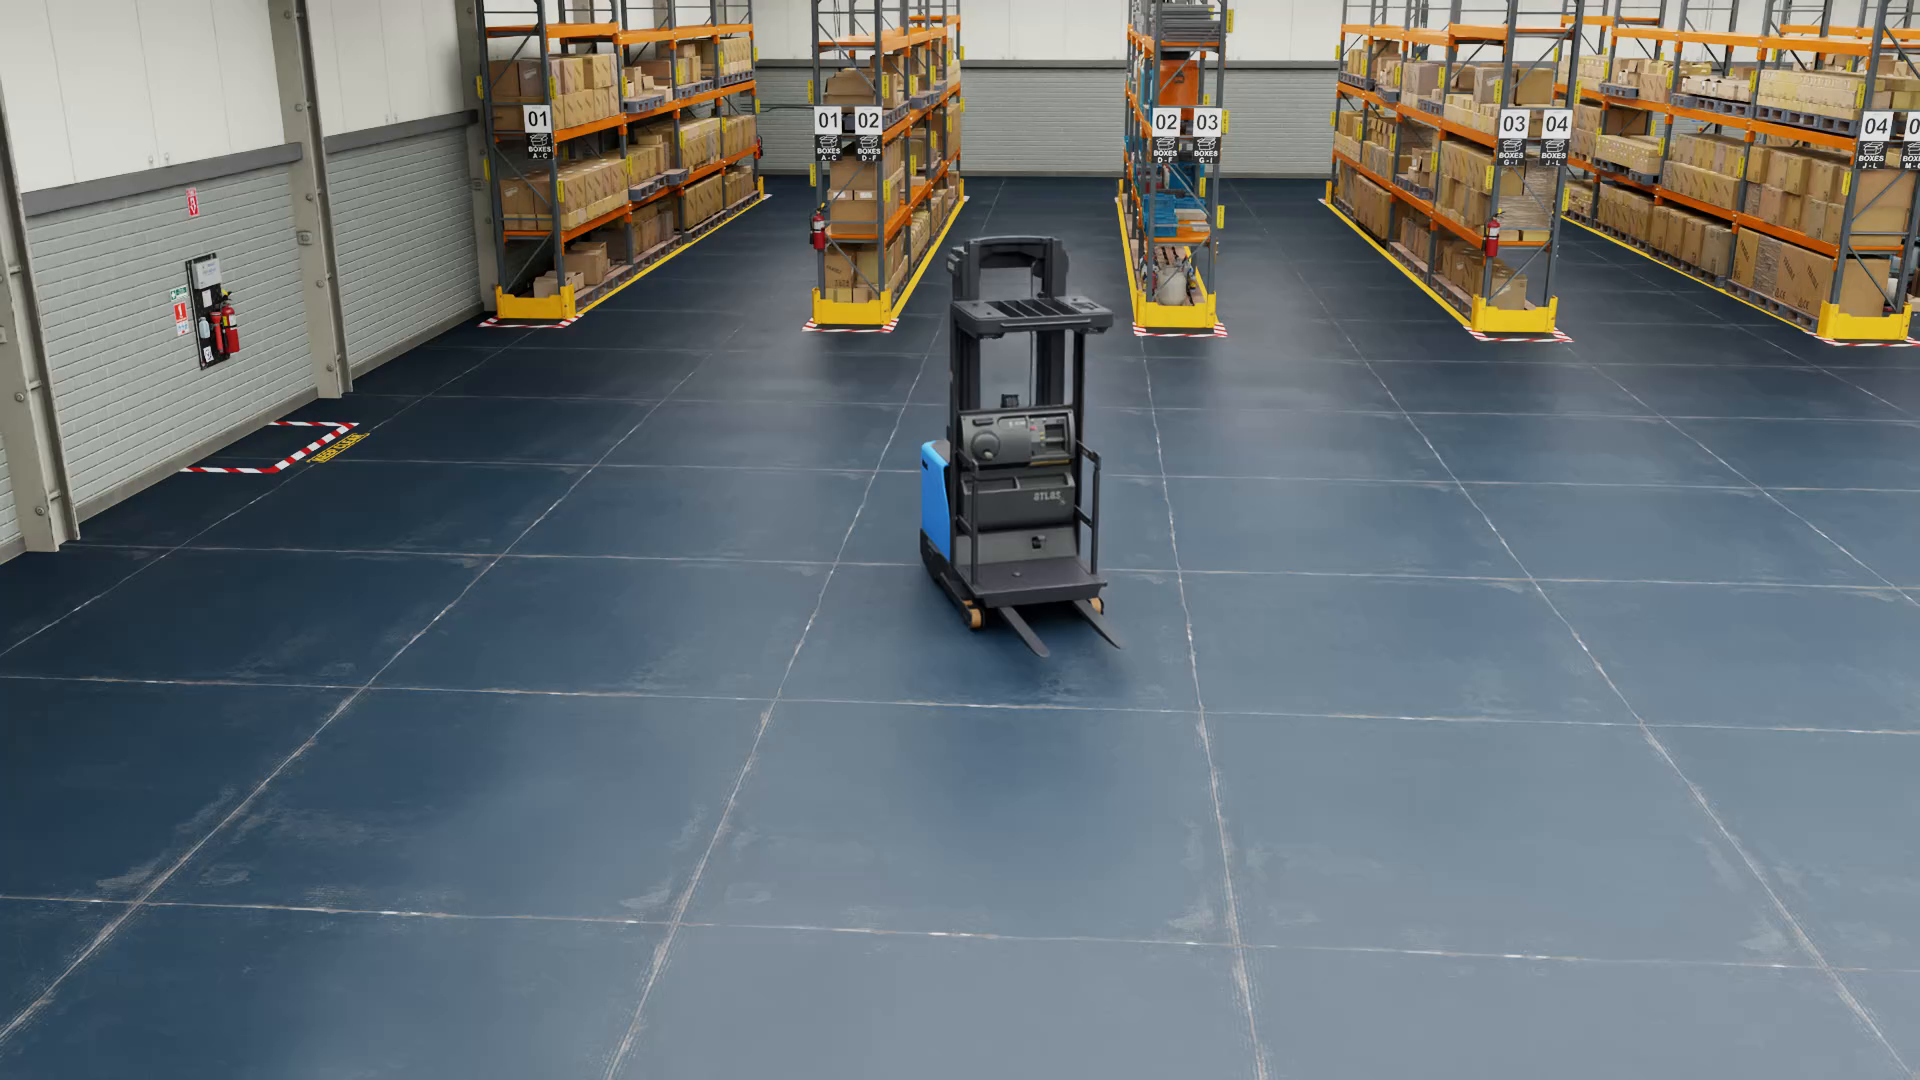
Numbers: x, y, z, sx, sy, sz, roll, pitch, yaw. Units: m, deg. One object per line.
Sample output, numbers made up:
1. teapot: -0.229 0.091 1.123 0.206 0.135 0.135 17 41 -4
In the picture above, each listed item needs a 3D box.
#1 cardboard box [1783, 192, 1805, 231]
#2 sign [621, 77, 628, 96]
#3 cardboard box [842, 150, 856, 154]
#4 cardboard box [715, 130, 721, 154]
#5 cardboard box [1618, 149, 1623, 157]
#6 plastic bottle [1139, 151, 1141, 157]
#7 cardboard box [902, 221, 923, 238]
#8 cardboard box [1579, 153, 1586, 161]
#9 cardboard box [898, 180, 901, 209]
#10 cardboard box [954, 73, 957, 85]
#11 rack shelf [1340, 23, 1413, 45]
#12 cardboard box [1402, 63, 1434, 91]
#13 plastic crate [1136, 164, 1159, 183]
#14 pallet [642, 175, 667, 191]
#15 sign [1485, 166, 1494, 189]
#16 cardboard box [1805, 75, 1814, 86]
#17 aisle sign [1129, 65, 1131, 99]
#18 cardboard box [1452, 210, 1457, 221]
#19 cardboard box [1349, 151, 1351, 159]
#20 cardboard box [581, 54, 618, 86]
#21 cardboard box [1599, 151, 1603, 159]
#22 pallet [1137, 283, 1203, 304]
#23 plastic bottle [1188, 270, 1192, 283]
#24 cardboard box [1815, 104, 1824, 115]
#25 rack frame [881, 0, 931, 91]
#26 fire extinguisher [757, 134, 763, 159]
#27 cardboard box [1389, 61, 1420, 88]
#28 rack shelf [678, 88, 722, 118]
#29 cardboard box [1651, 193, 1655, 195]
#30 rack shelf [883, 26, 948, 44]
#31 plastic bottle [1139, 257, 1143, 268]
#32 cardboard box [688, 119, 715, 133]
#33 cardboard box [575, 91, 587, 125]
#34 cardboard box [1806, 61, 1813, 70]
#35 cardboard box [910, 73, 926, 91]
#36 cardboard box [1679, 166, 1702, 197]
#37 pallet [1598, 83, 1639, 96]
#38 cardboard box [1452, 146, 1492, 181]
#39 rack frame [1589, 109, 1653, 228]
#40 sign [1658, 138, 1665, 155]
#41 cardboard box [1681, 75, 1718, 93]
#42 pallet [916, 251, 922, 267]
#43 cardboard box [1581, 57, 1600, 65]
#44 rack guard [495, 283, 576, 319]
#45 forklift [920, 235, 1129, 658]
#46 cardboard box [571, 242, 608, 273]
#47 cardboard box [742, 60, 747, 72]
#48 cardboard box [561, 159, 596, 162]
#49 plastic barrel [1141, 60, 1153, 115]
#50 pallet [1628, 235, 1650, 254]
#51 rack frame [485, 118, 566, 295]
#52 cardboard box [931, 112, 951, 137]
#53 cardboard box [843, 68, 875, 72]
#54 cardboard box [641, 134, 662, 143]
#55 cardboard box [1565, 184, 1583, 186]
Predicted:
1. cardboard box: 13.338 -5.097 25.747 0.875 0.550 0.500 1 18 4
2. sign: -5.757 -7.779 28.525 0.100 0.325 0.005 1 18 4
3. cardboard box: -1.562 -5.754 25.750 0.700 0.500 0.500 1 18 2
4. cardboard box: -5.507 -8.651 36.165 0.500 0.500 0.500 1 18 3
5. cardboard box: 13.440 -7.752 33.342 0.380 0.149 0.250 1 18 3
6. plastic bottle: 3.805 -8.243 35.668 0.144 0.351 0.185 1 18 4
7. cardboard box: -0.970 -5.768 30.876 0.500 0.311 0.500 2 18 5
8. cardboard box: 13.845 -8.431 36.568 0.380 0.149 0.250 1 18 2
9. cardboard box: -1.383 -5.918 28.332 0.700 0.500 0.500 1 18 2
10. cardboard box: -0.341 -10.613 38.246 0.500 0.250 0.500 1 18 4
11. rack shelf: 9.240 -11.210 36.808 1.077 0.370 4.000 1 18 4
12. cardboard box: 8.520 -8.598 30.893 0.500 0.500 0.500 1 18 4
13. plastic crate: 3.449 -6.674 30.698 0.402 0.464 0.583 1 18 4
14. pallet: -6.113 -6.653 31.044 1.003 0.211 1.213 1 18 4
15. sign: 7.684 -5.262 24.126 0.100 0.325 0.005 1 18 4
16. cardboard box: 12.971 -6.919 25.020 0.380 0.149 0.250 1 18 4
17. aisle sign: 4.152 -10.888 39.485 0.394 0.787 0.004 1 18 4
18. cardboard box: 8.143 -5.218 26.759 0.380 0.149 0.250 1 18 4
19. cardboard box: 8.865 -8.573 36.999 0.380 0.149 0.250 2 18 5
20. cardboard box: -6.064 -7.913 27.967 0.500 0.500 0.500 0 18 -1
21. cardboard box: 13.536 -8.010 34.607 0.380 0.149 0.250 2 18 5
22. pallet: 3.408 -3.984 27.068 1.003 0.211 1.213 1 18 4
23. plastic bottle: 3.769 -4.260 27.109 0.097 0.271 0.097 0 18 0
24. cardboard box: 12.935 -6.381 24.659 0.380 0.149 0.250 1 18 3
25. rack frame: -1.071 -10.101 31.626 1.000 3.000 0.127 1 18 4
26. fire extinguisher: -4.967 -9.667 40.658 0.296 0.674 0.183 1 18 4
27. cardboard box: 8.756 -9.162 32.740 0.500 0.500 0.500 2 18 7
28. rack shelf: -5.868 -9.064 34.434 1.077 0.370 4.000 1 18 4
29. cardboard box: 14.125 -6.774 33.241 0.500 0.250 0.500 1 18 4
30. rack shelf: -0.927 -10.190 33.696 1.077 0.370 4.000 1 18 4
31. plastic bottle: 3.123 -4.720 28.512 0.097 0.271 0.097 0 18 0
32. cardboard box: -5.550 -8.847 35.559 0.500 0.250 0.500 2 18 5
33. cardboard box: -6.205 -6.783 26.124 0.500 0.500 0.500 2 18 6
34. cardboard box: 19.111 -10.458 36.839 0.500 0.311 0.500 2 18 5
35. cardboard box: -1.073 -8.860 32.493 0.910 0.500 0.500 1 18 4
36. cardboard box: 13.378 -6.485 30.065 0.500 0.500 0.500 1 18 4
37. pallet: 13.886 -9.275 34.223 1.213 0.211 1.003 1 18 4
38. cardboard box: 8.167 -6.005 26.515 0.500 0.500 0.500 1 18 4
39. rack frame: 14.037 -8.128 35.239 1.000 3.000 0.127 1 18 4
40. sign: 13.208 -7.408 31.308 0.100 0.325 0.005 1 18 4
41. cardboard box: 13.479 -8.296 30.242 0.500 0.311 0.500 1 18 4
42. pallet: -1.259 -5.293 31.063 1.003 0.211 1.213 1 18 4
43. cardboard box: 13.851 -10.494 36.440 0.380 0.149 0.250 1 18 3
44. rack guard: -6.580 -3.711 25.772 1.175 0.500 0.348 1 18 4
45. forklift: 0.521 -0.822 13.052 1.130 2.935 3.031 -5 19 -14
46. cardboard box: -6.333 -4.815 28.437 0.500 0.500 0.500 0 18 0
47. cardboard box: -5.262 -11.051 38.746 0.500 0.250 0.500 1 18 2
48. cardboard box: -6.541 -6.271 28.574 0.500 0.500 0.500 1 18 3
49. plastic barrel: 3.403 -7.723 28.379 0.600 0.901 0.708 1 18 4
50. pallet: 13.807 -5.803 32.622 1.003 0.211 1.213 1 18 4
51. rack frame: -6.585 -4.875 25.311 1.000 3.000 0.127 1 18 4
52. cardboard box: -0.469 -9.155 36.607 0.500 0.500 0.500 2 18 5
53. cardboard box: -1.657 -7.596 27.739 0.500 0.500 0.500 3 18 8
54. cardboard box: -6.007 -7.817 32.380 0.380 0.149 0.250 -1 18 -3
55. cardboard box: 13.937 -8.014 37.840 0.380 0.149 0.250 2 18 6
